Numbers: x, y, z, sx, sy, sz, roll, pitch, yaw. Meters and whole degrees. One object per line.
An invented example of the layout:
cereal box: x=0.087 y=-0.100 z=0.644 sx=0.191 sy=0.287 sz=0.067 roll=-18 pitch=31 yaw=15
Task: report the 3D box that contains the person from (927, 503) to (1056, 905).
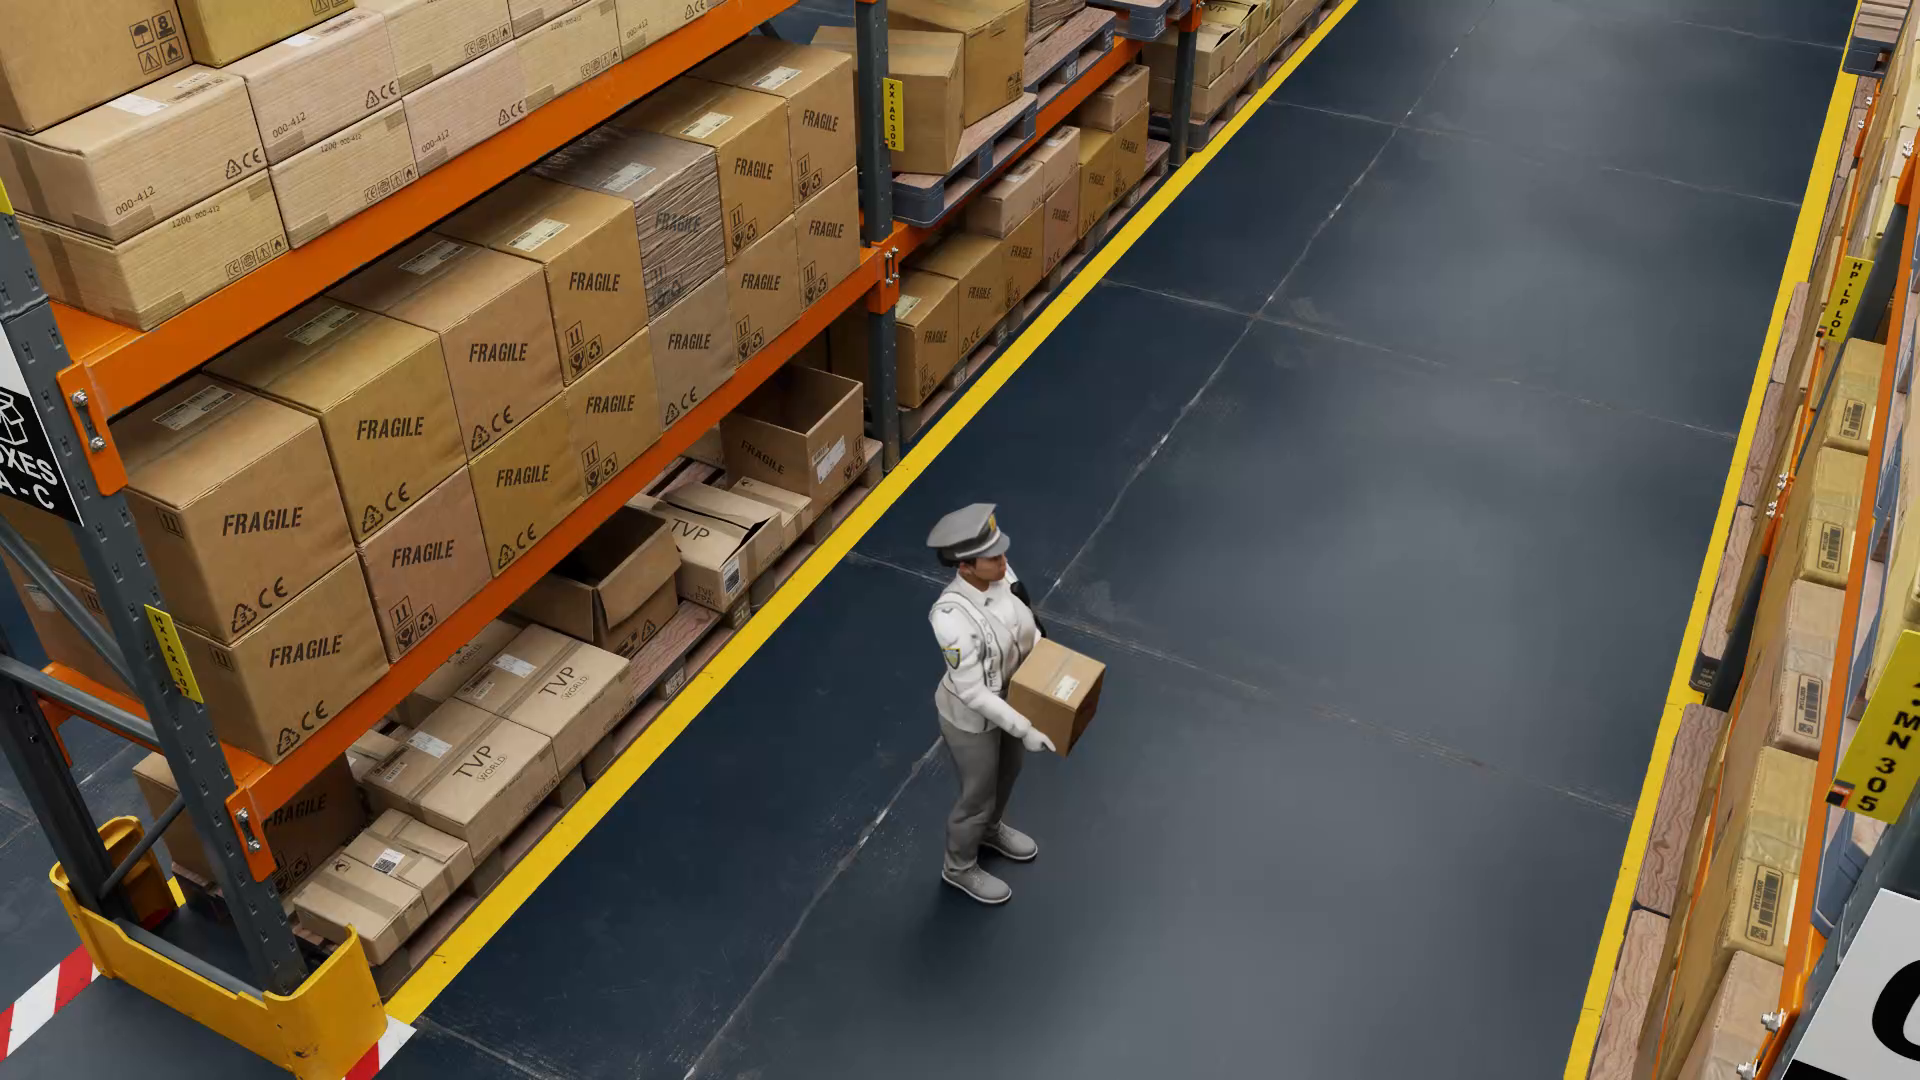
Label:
person: x=0.148 y=0.613 z=5.948 sx=0.556 sy=1.686 sz=0.459 roll=18 pitch=42 yaw=22
